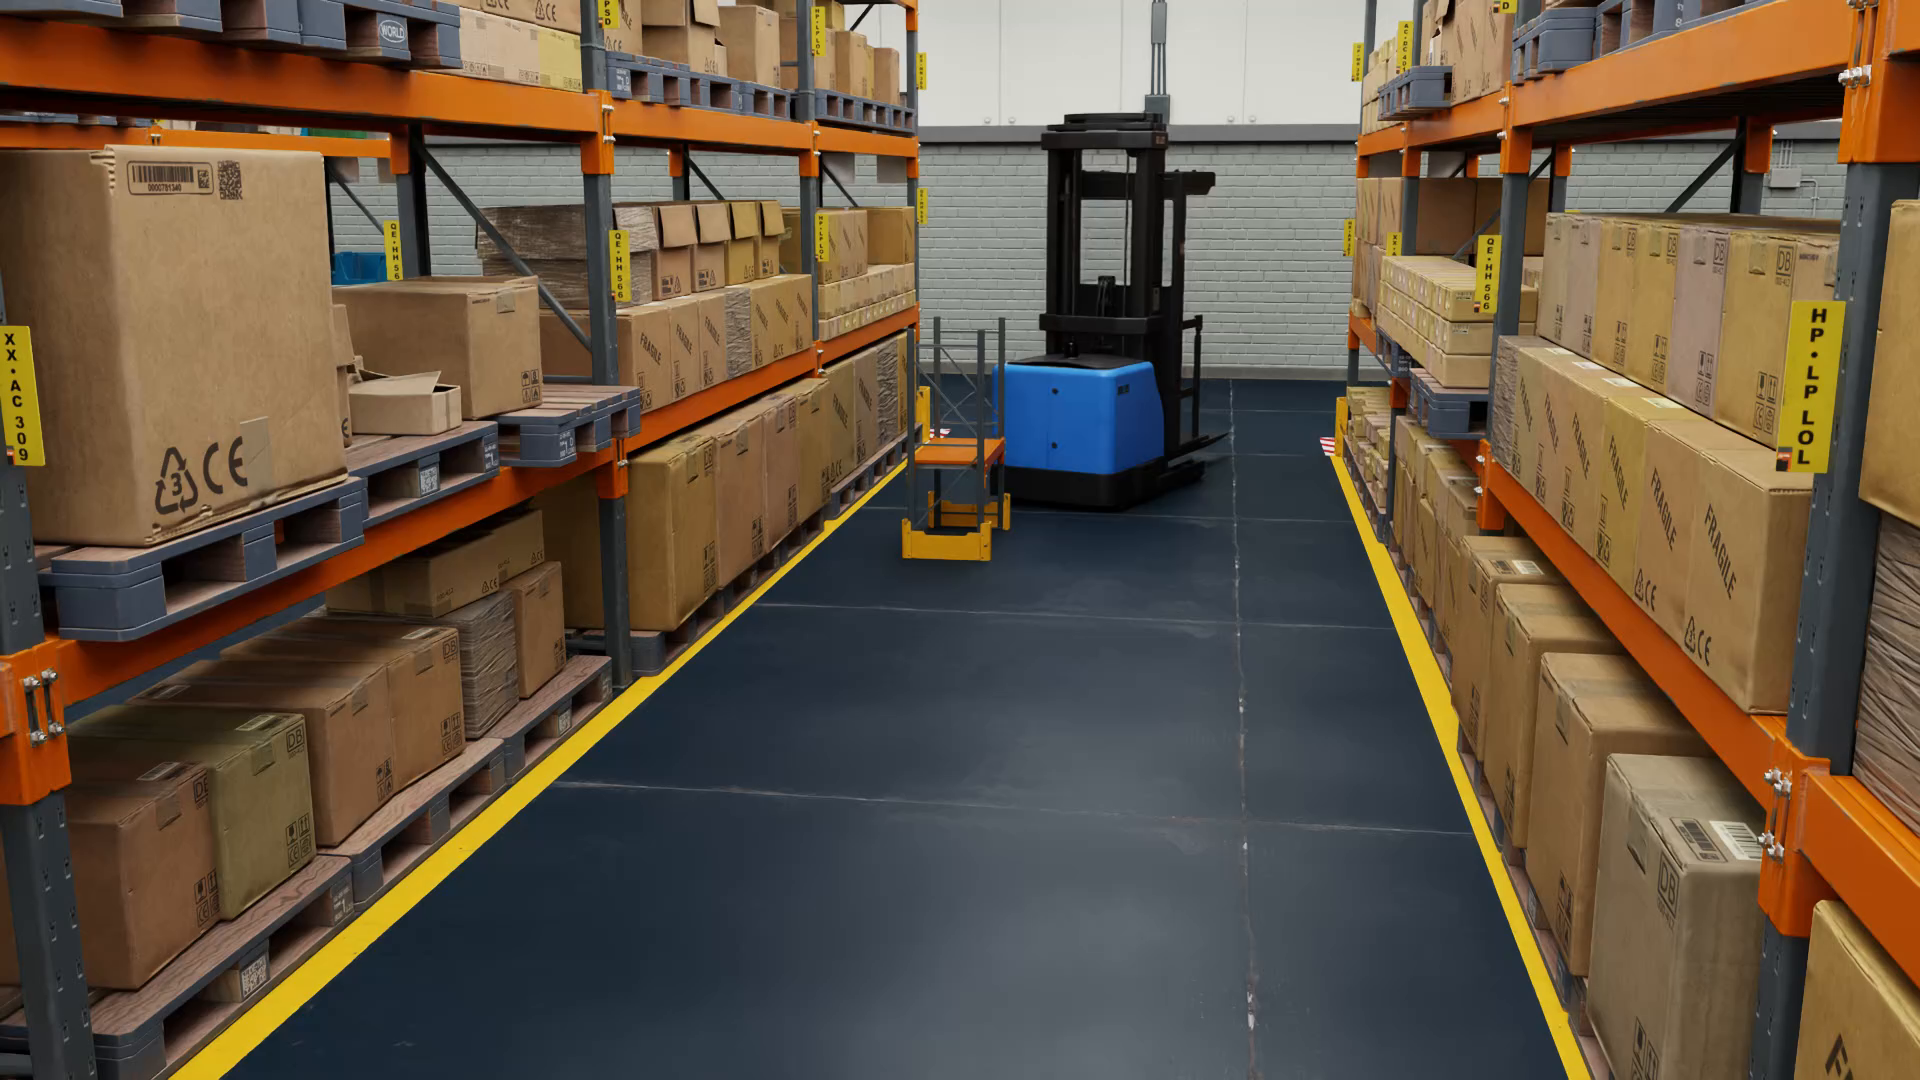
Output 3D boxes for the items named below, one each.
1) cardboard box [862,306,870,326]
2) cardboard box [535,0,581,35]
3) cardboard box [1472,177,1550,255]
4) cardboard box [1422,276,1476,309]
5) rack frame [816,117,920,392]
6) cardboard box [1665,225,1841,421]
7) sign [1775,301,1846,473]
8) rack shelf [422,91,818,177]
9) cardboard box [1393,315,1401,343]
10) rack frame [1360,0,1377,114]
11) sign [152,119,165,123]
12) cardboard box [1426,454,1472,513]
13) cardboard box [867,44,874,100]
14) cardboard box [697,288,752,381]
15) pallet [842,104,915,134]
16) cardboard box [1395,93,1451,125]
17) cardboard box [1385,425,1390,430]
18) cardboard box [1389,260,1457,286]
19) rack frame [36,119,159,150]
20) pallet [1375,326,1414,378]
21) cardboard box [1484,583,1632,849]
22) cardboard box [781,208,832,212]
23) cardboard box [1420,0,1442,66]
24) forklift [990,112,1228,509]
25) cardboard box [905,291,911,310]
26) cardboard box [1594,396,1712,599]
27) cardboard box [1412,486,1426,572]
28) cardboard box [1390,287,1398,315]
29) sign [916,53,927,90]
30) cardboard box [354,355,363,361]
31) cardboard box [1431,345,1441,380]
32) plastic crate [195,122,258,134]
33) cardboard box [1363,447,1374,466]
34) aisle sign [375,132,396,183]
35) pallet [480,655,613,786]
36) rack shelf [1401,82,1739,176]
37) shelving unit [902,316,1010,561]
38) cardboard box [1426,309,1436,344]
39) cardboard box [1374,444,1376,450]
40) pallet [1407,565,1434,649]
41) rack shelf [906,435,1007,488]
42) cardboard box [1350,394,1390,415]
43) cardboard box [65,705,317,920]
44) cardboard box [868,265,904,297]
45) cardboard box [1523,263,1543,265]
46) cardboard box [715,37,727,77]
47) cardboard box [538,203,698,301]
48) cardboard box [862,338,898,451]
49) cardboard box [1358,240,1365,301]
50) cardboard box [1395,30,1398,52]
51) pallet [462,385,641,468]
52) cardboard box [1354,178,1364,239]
[{"bbox_3d":[-0.929,-1.791,13.279,0.380,0.149,0.250,2,12,9],"label":"cardboard box"},{"bbox_3d":[-1.944,-2.412,7.024,0.500,0.500,0.500,2,12,10],"label":"cardboard box"},{"bbox_3d":[3.693,-2.180,11.174,0.500,0.500,0.500,2,12,10],"label":"cardboard box"},{"bbox_3d":[2.509,-1.231,8.274,0.380,0.149,0.250,2,12,10],"label":"cardboard box"},{"bbox_3d":[-0.887,-2.426,15.629,1.000,3.000,0.127,2,12,9],"label":"rack frame"},{"bbox_3d":[2.379,-0.599,4.544,0.700,0.500,0.500,2,12,9],"label":"cardboard box"},{"bbox_3d":[1.615,-0.289,3.153,0.100,0.325,0.005,2,12,9],"label":"sign"},{"bbox_3d":[-1.810,-2.291,9.593,1.077,0.370,4.000,2,12,9],"label":"rack shelf"},{"bbox_3d":[2.711,-1.212,9.595,0.380,0.149,0.250,1,12,6],"label":"cardboard box"},{"bbox_3d":[3.998,-5.177,14.153,1.000,3.000,0.127,2,12,9],"label":"rack frame"},{"bbox_3d":[-5.853,-3.206,12.108,0.100,0.325,0.005,2,12,9],"label":"sign"},{"bbox_3d":[2.775,-0.290,8.876,0.500,0.250,0.500,2,12,10],"label":"cardboard box"},{"bbox_3d":[-1.120,-3.972,14.212,0.700,0.500,0.500,1,12,7],"label":"cardboard box"},{"bbox_3d":[-1.543,-1.220,9.796,0.500,0.500,0.500,2,12,9],"label":"cardboard box"},{"bbox_3d":[-0.991,-3.694,14.604,1.003,0.211,1.213,2,12,9],"label":"pallet"},{"bbox_3d":[3.192,-2.915,11.136,0.500,0.250,0.500,2,12,10],"label":"cardboard box"},{"bbox_3d":[3.329,-0.754,12.231,0.380,0.149,0.250,2,12,11],"label":"cardboard box"},{"bbox_3d":[2.789,-1.606,10.012,0.380,0.149,0.250,2,12,9],"label":"cardboard box"},{"bbox_3d":[-6.396,-1.753,12.510,1.000,3.000,0.127,2,12,9],"label":"rack frame"},{"bbox_3d":[3.122,-1.163,10.225,1.003,0.211,1.213,2,12,9],"label":"pallet"},{"bbox_3d":[2.454,0.622,5.831,1.050,0.750,0.750,2,12,10],"label":"cardboard box"},{"bbox_3d":[-1.378,-2.561,14.127,0.500,0.500,0.500,2,12,7],"label":"cardboard box"},{"bbox_3d":[3.216,-3.056,10.201,0.700,0.500,0.500,2,12,9],"label":"cardboard box"},{"bbox_3d":[1.380,-1.933,13.506,1.130,2.935,3.031,7,14,28],"label":"forklift"},{"bbox_3d":[-0.655,-2.164,15.010,0.380,0.149,0.250,2,12,9],"label":"cardboard box"},{"bbox_3d":[2.124,-0.122,4.704,0.500,0.500,0.500,2,12,9],"label":"cardboard box"},{"bbox_3d":[2.861,-0.030,9.448,0.500,0.500,0.500,2,12,10],"label":"cardboard box"},{"bbox_3d":[2.752,-1.410,9.810,0.380,0.149,0.250,1,12,6],"label":"cardboard box"},{"bbox_3d":[-0.353,-4.266,15.133,0.100,0.325,0.005,2,12,9],"label":"sign"},{"bbox_3d":[-2.602,-0.551,6.288,0.500,0.250,0.500,2,12,7],"label":"cardboard box"},{"bbox_3d":[2.430,-0.830,7.825,0.380,0.149,0.250,2,12,8],"label":"cardboard box"},{"bbox_3d":[-5.934,-3.406,13.366,0.497,0.269,0.590,2,12,9],"label":"plastic crate"},{"bbox_3d":[3.377,-0.634,13.087,0.380,0.149,0.250,2,12,9],"label":"cardboard box"},{"bbox_3d":[-5.481,-3.862,16.125,0.394,0.787,0.004,2,12,9],"label":"aisle sign"},{"bbox_3d":[-2.239,0.765,7.440,1.003,0.211,1.213,2,12,9],"label":"pallet"},{"bbox_3d":[3.076,-2.110,8.750,1.077,0.370,4.000,2,12,9],"label":"rack shelf"},{"bbox_3d":[-0.012,-0.717,11.262,0.587,1.500,1.083,2,12,9],"label":"shelving unit"},{"bbox_3d":[2.471,-1.035,8.067,0.380,0.149,0.250,2,12,10],"label":"cardboard box"},{"bbox_3d":[3.387,-0.715,12.756,0.380,0.149,0.250,1,12,6],"label":"cardboard box"},{"bbox_3d":[3.080,0.369,9.281,1.003,0.211,1.213,2,12,9],"label":"pallet"},{"bbox_3d":[-0.013,-0.540,11.291,0.538,0.185,1.000,2,12,9],"label":"rack shelf"},{"bbox_3d":[3.493,-1.139,14.015,0.380,0.149,0.250,2,12,8],"label":"cardboard box"},{"bbox_3d":[-2.525,0.853,5.302,0.700,0.500,0.500,2,12,8],"label":"cardboard box"},{"bbox_3d":[-0.778,-2.283,14.615,0.500,0.250,0.500,2,12,8],"label":"cardboard box"},{"bbox_3d":[3.392,-1.530,9.662,0.380,0.149,0.250,2,12,8],"label":"cardboard box"},{"bbox_3d":[-1.760,-2.996,10.368,0.500,0.311,0.500,1,12,7],"label":"cardboard box"},{"bbox_3d":[-1.886,-1.587,9.118,0.797,0.503,0.637,2,12,10],"label":"cardboard box"},{"bbox_3d":[-1.046,-1.267,14.299,0.875,0.875,0.875,2,12,9],"label":"cardboard box"},{"bbox_3d":[3.599,-2.241,13.831,0.500,0.500,0.500,2,12,9],"label":"cardboard box"},{"bbox_3d":[3.188,-3.425,11.369,0.380,0.149,0.250,2,12,9],"label":"cardboard box"},{"bbox_3d":[-2.122,-0.515,7.217,1.213,0.211,1.003,2,12,9],"label":"pallet"},{"bbox_3d":[3.667,-2.842,14.244,0.500,0.500,0.500,2,12,8],"label":"cardboard box"}]
